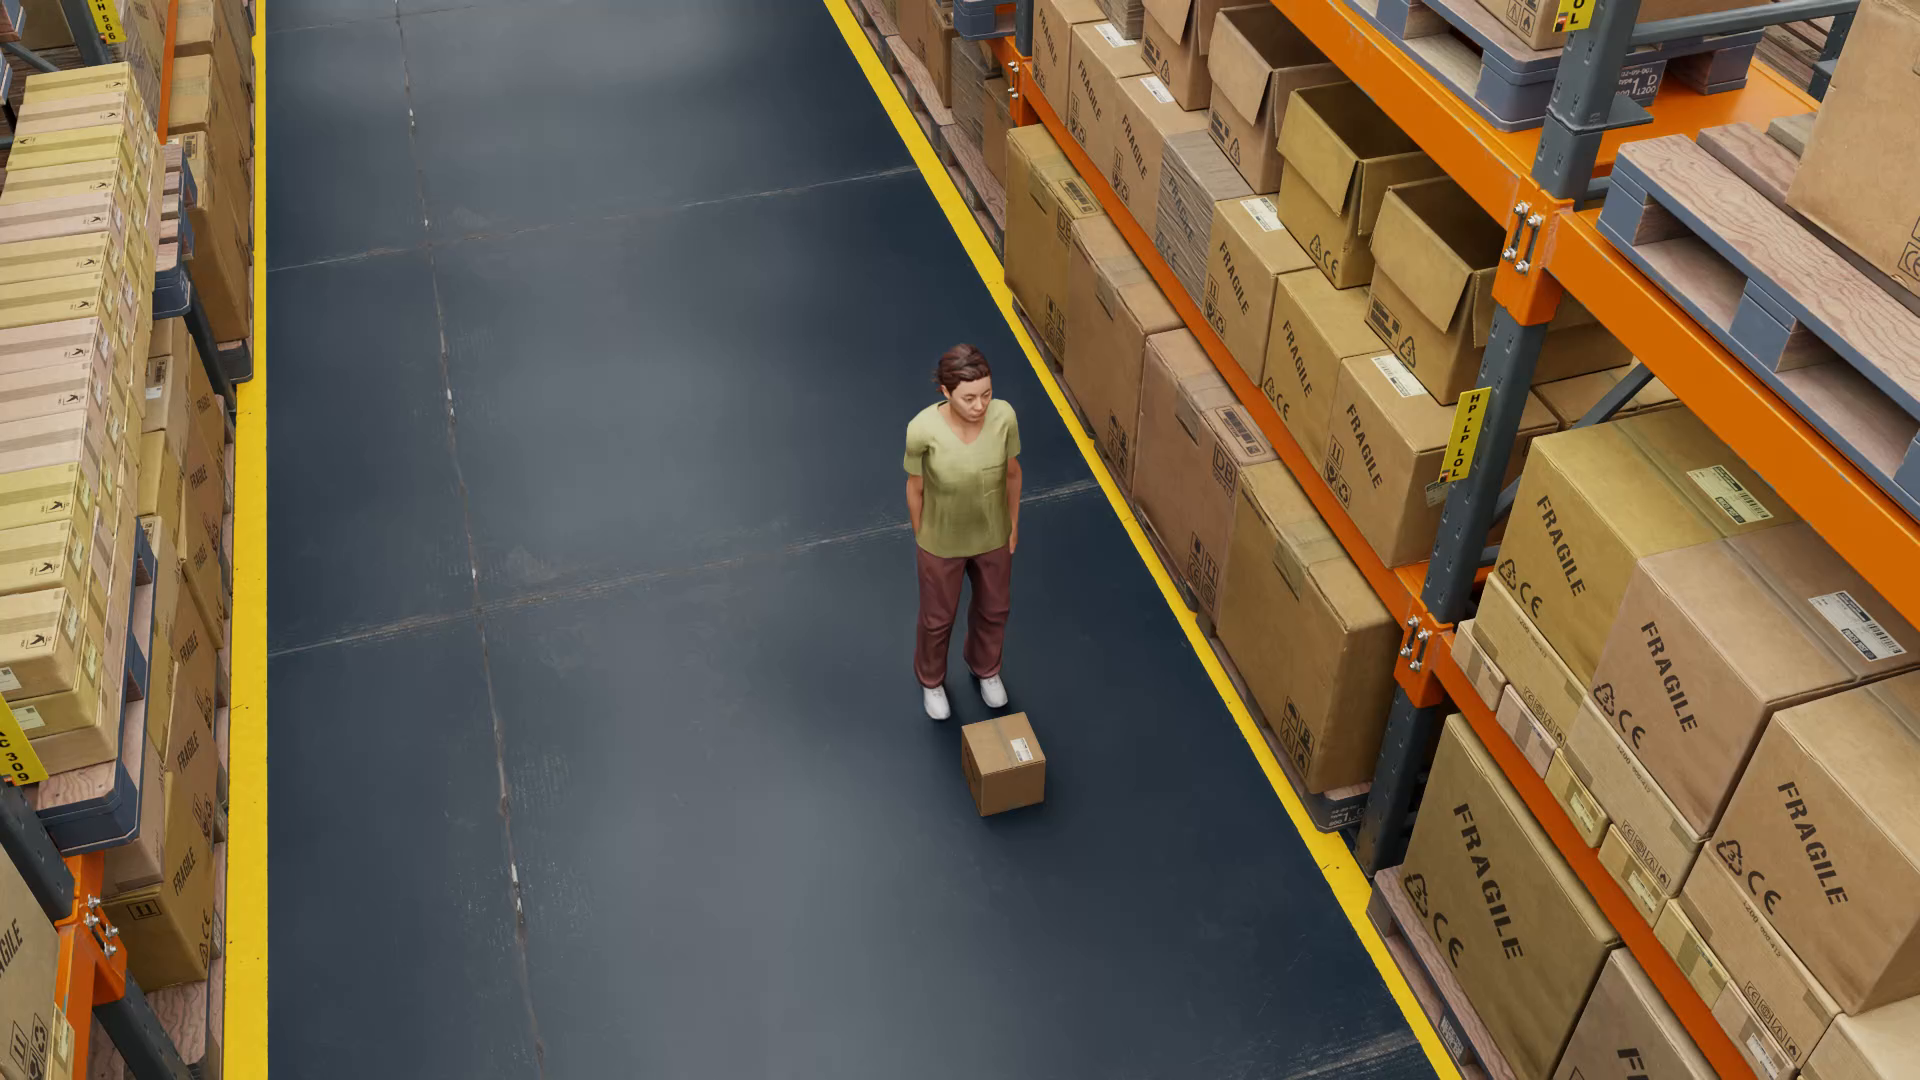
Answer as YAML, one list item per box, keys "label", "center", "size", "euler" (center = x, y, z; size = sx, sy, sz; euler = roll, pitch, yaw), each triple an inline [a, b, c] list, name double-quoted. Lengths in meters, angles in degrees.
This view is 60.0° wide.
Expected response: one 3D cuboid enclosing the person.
- label: "person"
  center: [0.019, -0.026, 6.197]
  size: [0.441, 1.673, 0.358]
  euler: [-11, 44, -12]
